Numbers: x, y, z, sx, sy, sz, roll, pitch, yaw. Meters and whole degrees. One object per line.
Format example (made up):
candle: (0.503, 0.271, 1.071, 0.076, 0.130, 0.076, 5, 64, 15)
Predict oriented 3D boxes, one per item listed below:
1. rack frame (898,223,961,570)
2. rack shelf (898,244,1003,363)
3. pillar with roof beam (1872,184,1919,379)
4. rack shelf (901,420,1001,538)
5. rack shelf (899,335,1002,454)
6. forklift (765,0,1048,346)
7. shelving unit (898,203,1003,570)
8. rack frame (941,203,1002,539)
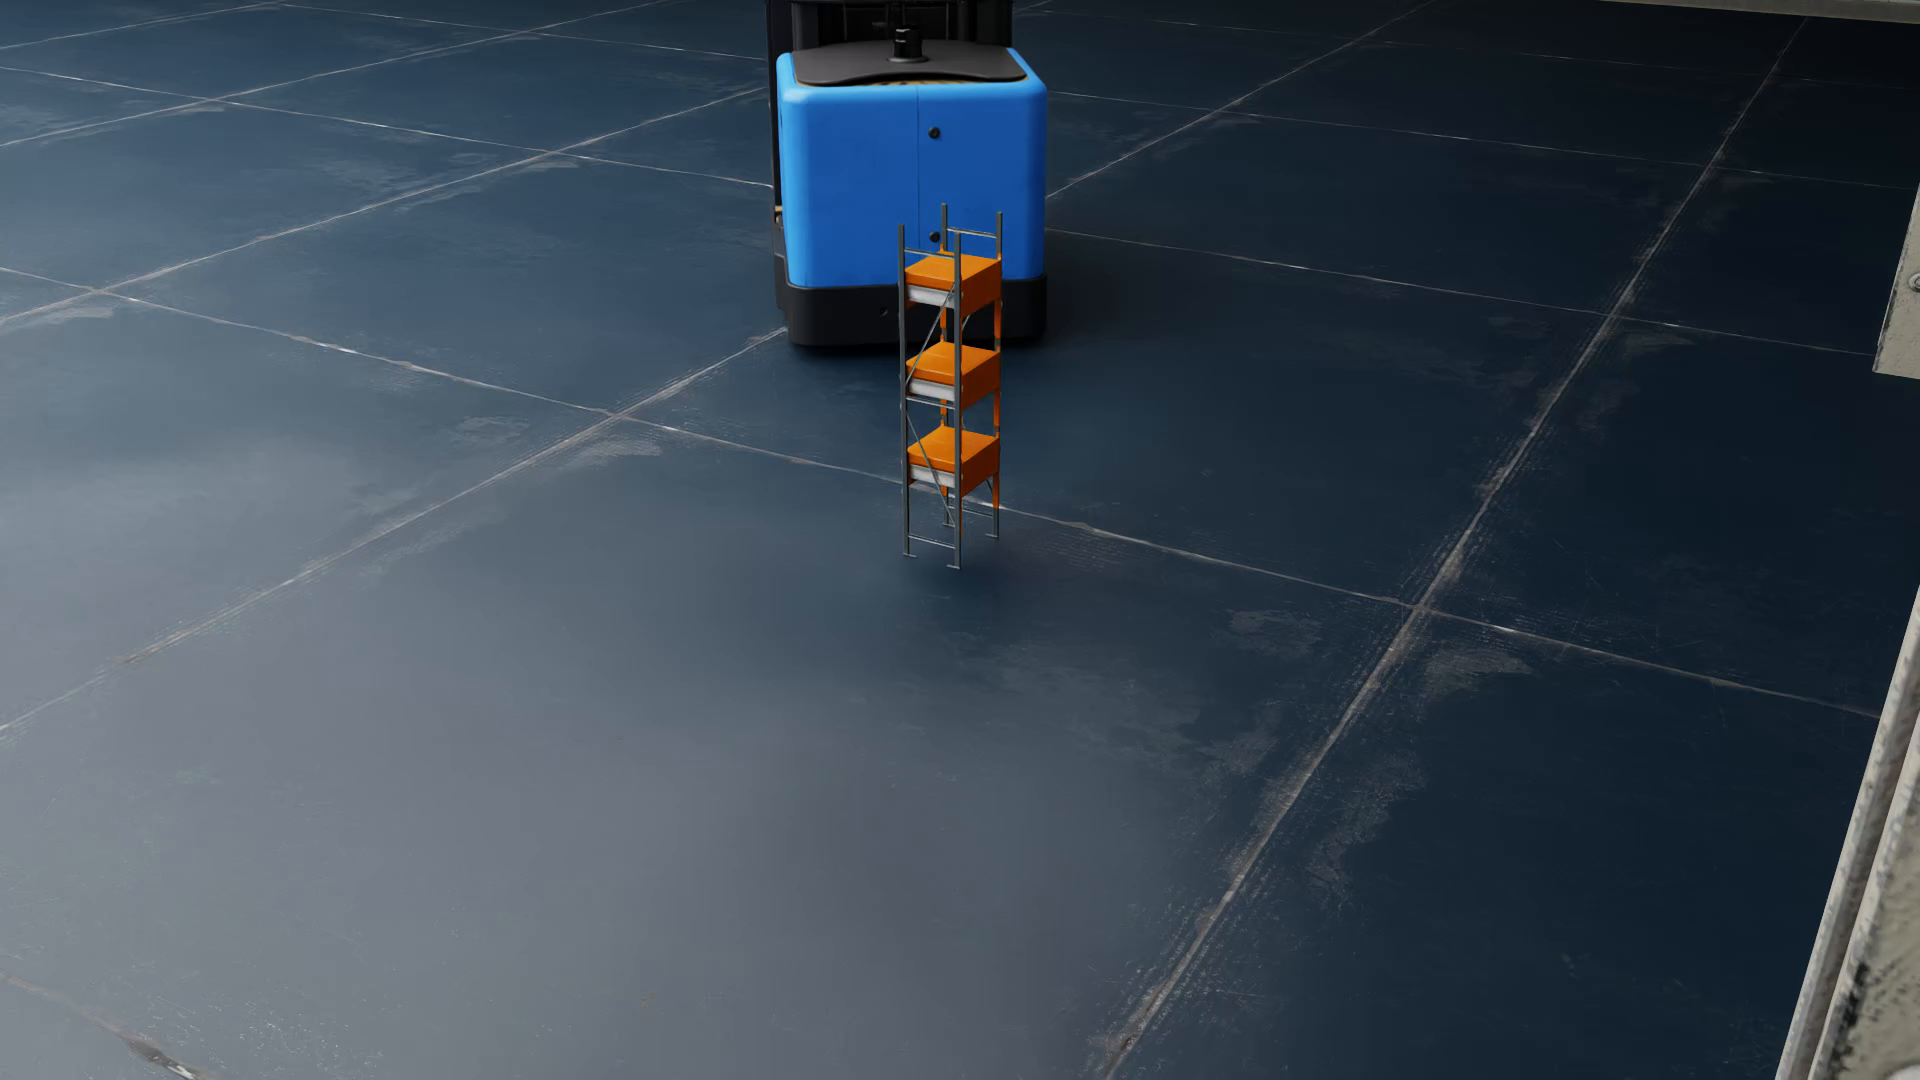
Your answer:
rack frame: (-0.086, -0.401, 4.878, 0.200, 1.050, 0.008, 14, 30, 26)
rack shelf: (-0.026, -0.693, 4.851, 0.215, 0.259, 0.240, 14, 30, 26)
pillar with roof beam: (0.094, -5.682, 6.547, 9.100, 9.000, 0.400, 14, 30, 26)
rack shelf: (-0.026, -0.191, 5.102, 0.215, 0.259, 0.240, 14, 30, 26)
rack shelf: (-0.026, -0.439, 4.978, 0.215, 0.259, 0.240, 14, 30, 26)
forklift: (-0.344, -2.715, 7.399, 1.130, 2.935, 3.031, -3, 27, -6)
shelving unit: (-0.026, -0.449, 4.973, 0.215, 1.050, 0.252, 14, 30, 26)
rack frame: (0.034, -0.496, 5.068, 0.200, 1.050, 0.008, 14, 30, 26)
